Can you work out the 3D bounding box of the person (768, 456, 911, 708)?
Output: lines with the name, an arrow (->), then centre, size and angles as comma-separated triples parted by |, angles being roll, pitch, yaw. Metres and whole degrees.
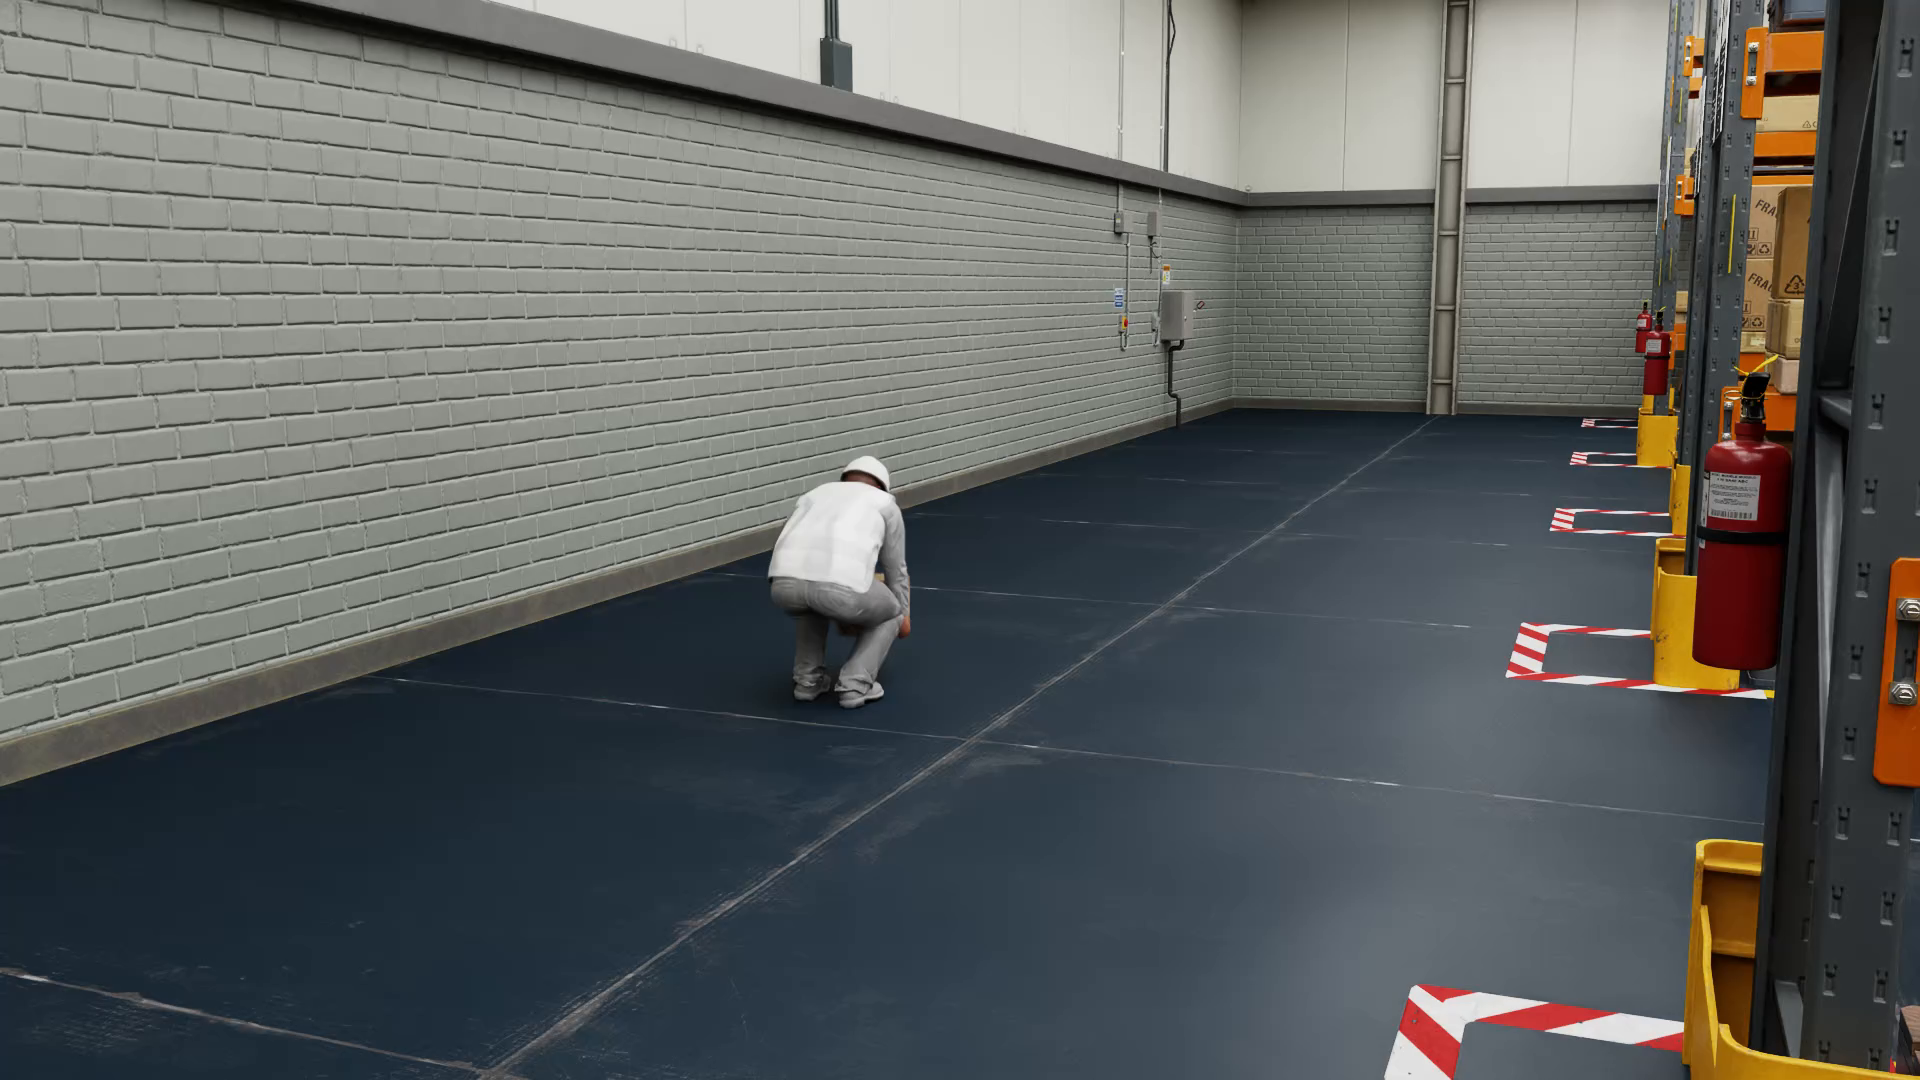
person -> -0.501, 0.172, 7.226 | 0.503, 1.004, 0.920 | 3, 9, 20
